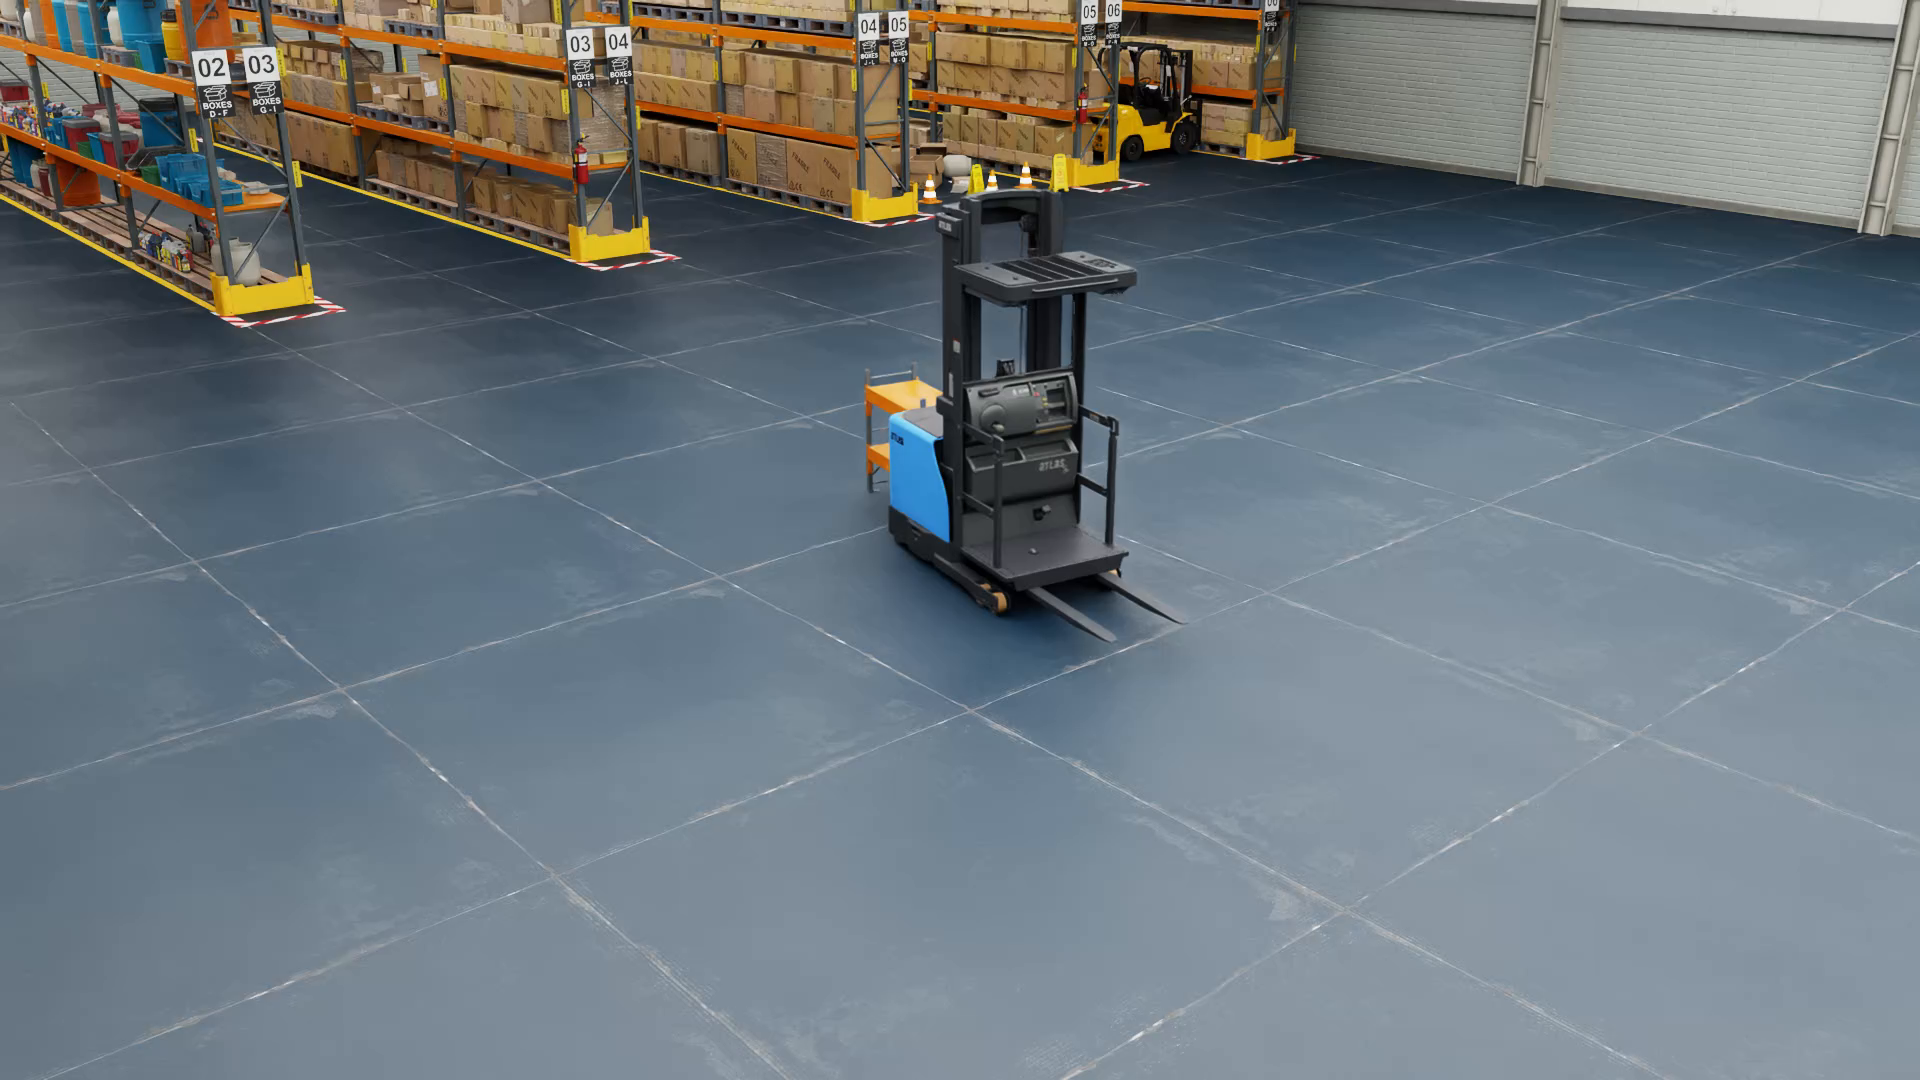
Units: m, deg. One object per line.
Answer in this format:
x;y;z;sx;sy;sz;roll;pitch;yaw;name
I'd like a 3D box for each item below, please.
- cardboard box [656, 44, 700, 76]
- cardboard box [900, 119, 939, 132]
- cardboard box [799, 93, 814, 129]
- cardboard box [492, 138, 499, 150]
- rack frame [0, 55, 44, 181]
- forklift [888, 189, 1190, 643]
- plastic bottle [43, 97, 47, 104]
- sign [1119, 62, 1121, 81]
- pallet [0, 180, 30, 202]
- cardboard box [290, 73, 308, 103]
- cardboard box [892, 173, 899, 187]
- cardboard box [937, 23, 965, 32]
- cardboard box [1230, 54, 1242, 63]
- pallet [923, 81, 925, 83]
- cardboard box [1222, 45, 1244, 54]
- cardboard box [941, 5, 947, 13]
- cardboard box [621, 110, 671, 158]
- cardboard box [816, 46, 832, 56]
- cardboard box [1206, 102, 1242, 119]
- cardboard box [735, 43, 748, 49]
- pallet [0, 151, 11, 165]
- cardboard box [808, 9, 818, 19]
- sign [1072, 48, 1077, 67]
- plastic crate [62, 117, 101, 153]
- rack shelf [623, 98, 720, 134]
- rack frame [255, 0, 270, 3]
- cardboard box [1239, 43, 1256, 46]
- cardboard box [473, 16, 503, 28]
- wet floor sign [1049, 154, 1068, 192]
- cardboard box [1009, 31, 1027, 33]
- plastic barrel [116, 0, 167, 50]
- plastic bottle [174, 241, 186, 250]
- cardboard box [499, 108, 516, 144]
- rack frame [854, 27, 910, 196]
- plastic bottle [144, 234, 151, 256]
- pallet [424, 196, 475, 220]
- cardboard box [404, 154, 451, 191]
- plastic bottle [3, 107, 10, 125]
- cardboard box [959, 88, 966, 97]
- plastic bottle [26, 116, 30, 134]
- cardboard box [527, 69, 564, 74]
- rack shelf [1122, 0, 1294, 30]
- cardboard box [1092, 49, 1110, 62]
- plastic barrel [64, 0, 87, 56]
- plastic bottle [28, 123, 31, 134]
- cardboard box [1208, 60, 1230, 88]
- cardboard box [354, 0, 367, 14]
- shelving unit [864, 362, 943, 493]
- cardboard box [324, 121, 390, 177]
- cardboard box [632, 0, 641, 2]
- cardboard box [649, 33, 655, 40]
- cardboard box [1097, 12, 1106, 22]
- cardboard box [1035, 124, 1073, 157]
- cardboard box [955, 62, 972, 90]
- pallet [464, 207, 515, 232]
-5.176;-8.879;30.758;0.700;0.500;0.500;-18;28;-38;cardboard box
-0.985;-8.330;33.892;0.950;0.372;0.625;-15;26;-34;cardboard box
-2.164;-7.197;27.768;0.875;0.550;0.550;-17;27;-37;cardboard box
-6.929;-6.069;25.438;0.380;0.149;0.250;-17;27;-37;cardboard box
-16.650;-7.688;29.226;1.000;3.000;0.127;-17;27;-37;rack frame
0.574;-1.003;12.251;1.130;2.935;3.031;-12;24;-27;forklift
-15.802;-7.489;28.785;0.144;0.351;0.185;-17;27;-37;plastic bottle
2.854;-8.443;29.967;0.100;0.325;0.005;-17;27;-37;sign
-16.178;-6.167;29.165;1.003;0.211;1.213;-17;27;-37;pallet
-12.132;-8.450;31.034;0.500;0.500;0.500;-18;28;-39;cardboard box
-1.335;-6.500;29.942;0.396;0.266;0.258;-12;25;-28;cardboard box
-0.227;-11.954;39.401;0.797;0.503;0.637;-18;28;-39;cardboard box
5.573;-9.535;32.914;0.380;0.149;0.250;-17;27;-37;cardboard box
-1.456;-9.495;34.101;1.003;0.211;1.213;-17;27;-37;pallet
5.431;-9.756;33.071;0.380;0.149;0.250;-17;27;-36;cardboard box
-0.151;-10.150;31.742;0.380;0.149;0.250;-18;28;-38;cardboard box
-6.134;-7.873;32.207;1.050;0.750;0.750;-18;28;-38;cardboard box
-2.661;-10.322;34.831;0.500;0.500;0.500;-18;28;-39;cardboard box
5.326;-8.667;33.549;0.500;0.250;0.500;-17;27;-36;cardboard box
-4.646;-10.917;36.991;0.500;0.250;0.500;-17;27;-37;cardboard box
-18.752;-7.258;31.951;1.003;0.211;1.213;-17;27;-37;pallet
-2.212;-8.448;26.685;0.380;0.149;0.250;-17;27;-37;cardboard box
2.009;-8.471;29.203;0.100;0.325;0.005;-17;27;-37;sign
-13.216;-6.093;25.067;0.402;0.464;0.583;-17;27;-37;plastic crate
-5.158;-8.027;31.078;1.077;0.370;4.000;-17;27;-37;rack shelf
-12.898;-11.661;31.142;1.000;3.000;0.127;-17;27;-37;rack frame
5.815;-9.874;33.373;0.380;0.149;0.250;-17;27;-36;cardboard box
-7.118;-7.811;25.086;0.380;0.149;0.250;-16;27;-36;cardboard box
1.756;-6.507;29.440;0.267;0.644;0.232;-8;23;-19;wet floor sign
1.344;-11.611;38.214;0.380;0.149;0.250;-16;27;-36;cardboard box
-10.860;-7.003;22.100;0.600;0.901;0.708;-17;27;-37;plastic barrel
-10.719;-3.965;22.852;0.152;0.276;0.135;-17;27;-37;plastic bottle
-6.432;-6.294;25.122;0.875;0.500;0.500;-17;27;-37;cardboard box
-1.241;-6.705;26.715;1.000;3.000;0.127;-17;27;-37;rack frame
-11.321;-4.139;23.297;0.152;0.276;0.135;-16;27;-36;plastic bottle
-8.185;-5.573;27.650;1.003;0.211;1.213;-17;27;-37;pallet
-9.087;-6.317;28.551;0.700;0.500;0.500;-15;26;-33;cardboard box
-16.032;-7.156;28.037;0.152;0.276;0.135;-17;27;-37;plastic bottle
0.195;-8.612;31.929;0.380;0.149;0.250;-18;27;-38;cardboard box
-15.093;-6.741;26.984;0.097;0.271;0.097;0;21;0;plastic bottle
-6.197;-6.833;25.128;0.500;0.500;0.500;-17;27;-37;cardboard box
4.895;-10.708;33.809;1.077;0.370;4.000;-17;27;-37;rack shelf
3.075;-10.436;35.763;0.500;0.250;0.500;-18;28;-39;cardboard box
-12.352;-7.377;23.632;0.600;0.901;0.600;0;21;0;plastic barrel
-15.029;-6.681;26.928;0.097;0.201;0.097;0;21;0;plastic bottle
5.349;-9.359;33.355;0.500;0.500;0.500;-16;27;-36;cardboard box
-9.847;-9.106;27.910;0.500;0.500;0.500;-17;27;-37;cardboard box
-0.353;-0.831;14.288;0.538;1.125;1.048;-12;24;-27;shelving unit
-10.722;-7.164;30.225;1.225;0.875;0.875;-19;28;-40;cardboard box
-5.831;-10.093;30.746;0.500;0.250;0.500;-17;27;-36;cardboard box
-7.236;-11.899;39.840;0.500;0.500;0.500;-18;27;-38;cardboard box
2.472;-9.359;29.725;0.380;0.149;0.250;-17;27;-37;cardboard box
1.722;-7.335;30.489;0.500;0.500;0.500;-17;27;-37;cardboard box
0.253;-8.880;31.724;0.500;0.500;0.500;-18;27;-38;cardboard box
-7.211;-5.181;26.649;1.003;0.211;1.213;-17;27;-37;pallet
